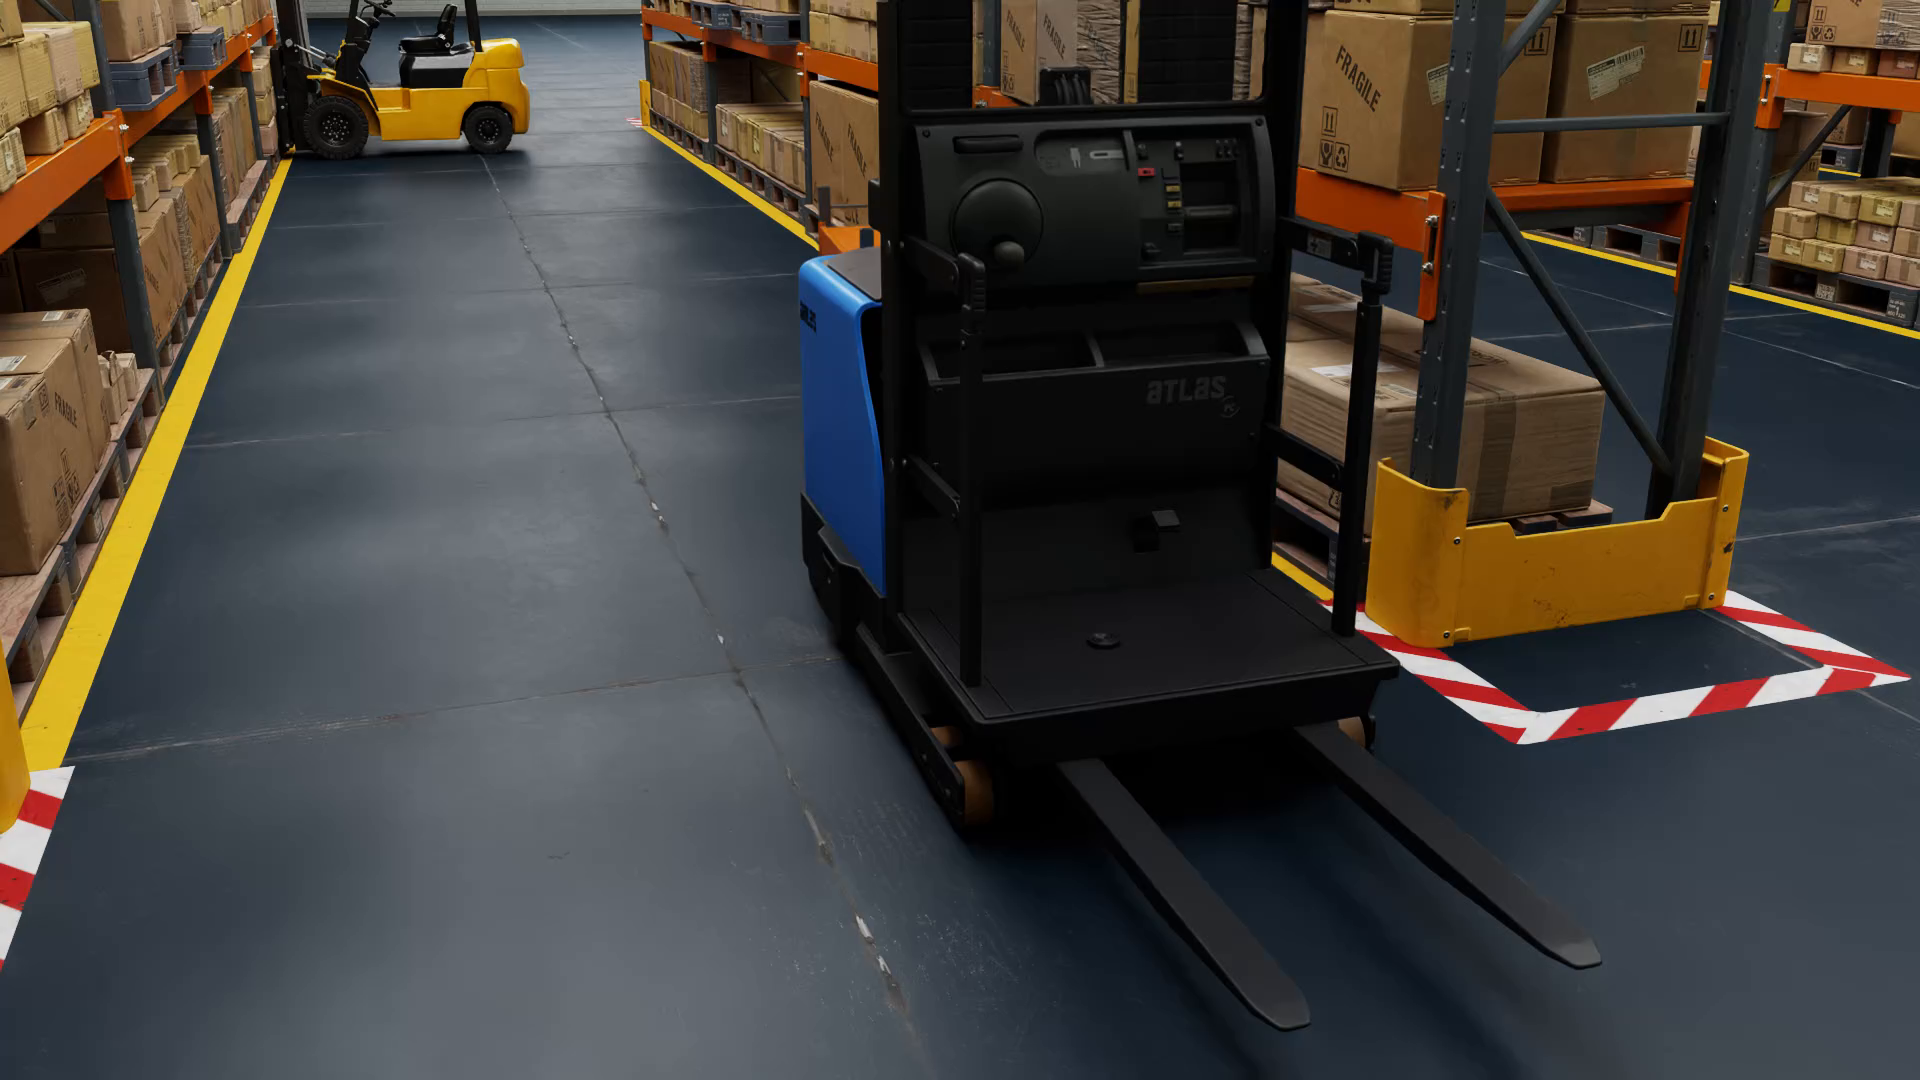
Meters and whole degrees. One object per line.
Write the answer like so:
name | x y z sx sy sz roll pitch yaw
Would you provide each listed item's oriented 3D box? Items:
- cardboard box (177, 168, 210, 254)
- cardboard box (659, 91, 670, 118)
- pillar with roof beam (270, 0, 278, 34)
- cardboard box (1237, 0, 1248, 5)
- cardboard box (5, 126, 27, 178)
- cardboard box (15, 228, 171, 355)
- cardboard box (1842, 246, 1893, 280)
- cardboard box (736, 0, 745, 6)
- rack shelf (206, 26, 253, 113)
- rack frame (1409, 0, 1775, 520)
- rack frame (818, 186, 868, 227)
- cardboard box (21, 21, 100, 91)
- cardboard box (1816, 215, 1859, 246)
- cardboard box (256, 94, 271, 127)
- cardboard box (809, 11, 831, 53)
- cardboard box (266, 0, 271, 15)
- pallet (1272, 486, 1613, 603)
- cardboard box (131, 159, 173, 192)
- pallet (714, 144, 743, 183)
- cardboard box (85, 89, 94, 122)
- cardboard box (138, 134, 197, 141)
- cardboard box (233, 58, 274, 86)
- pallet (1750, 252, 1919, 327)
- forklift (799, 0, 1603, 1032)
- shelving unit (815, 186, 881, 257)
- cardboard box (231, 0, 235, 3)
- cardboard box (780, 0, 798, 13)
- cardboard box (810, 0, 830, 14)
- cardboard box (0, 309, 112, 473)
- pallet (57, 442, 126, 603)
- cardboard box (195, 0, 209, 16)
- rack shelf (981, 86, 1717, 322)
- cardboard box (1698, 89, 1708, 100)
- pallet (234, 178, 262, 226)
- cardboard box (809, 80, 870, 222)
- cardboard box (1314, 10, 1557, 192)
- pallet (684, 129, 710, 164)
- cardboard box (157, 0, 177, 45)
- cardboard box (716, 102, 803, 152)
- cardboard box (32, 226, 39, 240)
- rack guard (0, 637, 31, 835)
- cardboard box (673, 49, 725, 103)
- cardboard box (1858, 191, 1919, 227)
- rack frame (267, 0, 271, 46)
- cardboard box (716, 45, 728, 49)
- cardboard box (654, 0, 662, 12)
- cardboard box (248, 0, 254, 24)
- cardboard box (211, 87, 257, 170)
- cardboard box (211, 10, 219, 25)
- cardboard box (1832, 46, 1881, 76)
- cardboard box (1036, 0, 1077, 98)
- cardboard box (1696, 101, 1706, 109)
cardboard box | -4.876 -1.989 10.093 0.500 0.500 0.500 -7 21 -18
cardboard box | -3.020 -4.789 18.258 0.500 0.250 0.500 -6 21 -15
pillar with roof beam | -11.968 -16.473 38.466 9.100 9.000 0.400 -6 21 -17
cardboard box | 1.143 -2.174 5.905 0.500 0.500 0.500 -6 21 -17
cardboard box | -3.149 -1.192 5.171 0.380 0.149 0.250 -6 21 -16
cardboard box | -4.042 -1.159 7.782 0.500 0.500 0.500 -5 20 -15
cardboard box | 5.296 -1.591 9.504 0.380 0.149 0.250 -6 21 -17
cardboard box | -1.650 -4.502 13.763 0.380 0.149 0.250 -6 20 -15
rack shelf | -5.989 -3.545 12.414 1.077 0.370 4.000 -6 21 -17
rack frame | 1.865 -1.204 4.830 1.000 3.000 0.127 -6 21 -17
rack frame | -0.295 -0.835 6.578 0.500 1.125 0.032 -4 20 -11
cardboard box | -3.712 -1.891 6.524 0.500 0.250 0.500 -6 21 -16
cardboard box | 5.250 -1.819 9.701 0.380 0.149 0.250 -6 21 -17
cardboard box | -6.477 -3.853 14.912 0.500 0.250 0.500 -6 21 -17
cardboard box | -0.735 -3.516 11.491 0.500 0.250 0.500 -7 21 -18
cardboard box | -7.471 -5.727 17.274 0.500 0.500 0.500 -7 21 -18
pallet | 1.539 -0.139 5.993 1.003 0.211 1.213 -6 21 -17
cardboard box | -4.575 -2.009 9.188 0.380 0.149 0.250 -7 21 -20
pallet | -1.661 -3.492 15.327 1.003 0.211 1.213 -6 21 -17
cardboard box | -3.763 -1.765 6.764 0.380 0.149 0.250 -6 21 -16
cardboard box | -4.965 -2.437 10.381 0.380 0.149 0.250 -7 21 -20
cardboard box | -6.790 -4.412 15.730 0.500 0.250 0.500 -6 21 -15
pallet | 5.520 -1.521 9.840 1.003 0.211 1.213 -6 21 -17
forklift | 0.413 -0.840 3.920 1.130 2.935 3.031 -6 21 -17
shelving unit | -0.188 -0.667 6.110 0.538 1.125 1.048 -4 20 -11
cardboard box | -6.052 -4.396 13.200 0.500 0.250 0.500 -7 21 -19
cardboard box | -1.129 -4.009 12.390 0.380 0.149 0.250 -6 21 -16
cardboard box | -0.725 -3.747 11.392 0.500 0.250 0.500 -7 21 -18
cardboard box | -3.506 -0.514 5.987 0.700 0.500 0.500 -7 21 -19
pallet | -3.501 -0.033 5.698 1.003 0.211 1.213 -6 21 -17
cardboard box | -5.244 -3.578 10.923 0.500 0.250 0.500 -6 21 -17
rack shelf | 1.236 -1.507 6.738 1.077 0.370 4.000 -6 21 -17
cardboard box | 7.982 -4.604 17.344 0.700 0.500 0.500 -8 21 -22
pallet | -5.962 -2.589 12.812 1.003 0.211 1.213 -6 21 -17
cardboard box | -0.511 -2.738 11.624 0.875 0.875 0.875 -7 21 -18
cardboard box | 1.462 -1.377 5.166 0.500 0.500 0.500 -6 21 -17
pallet | -2.152 -3.954 16.612 1.003 0.211 1.213 -6 21 -17
cardboard box | -4.452 -2.800 8.506 0.700 0.500 0.500 -6 21 -17
cardboard box | -1.740 -3.847 15.457 0.950 0.372 0.625 -6 21 -17
cardboard box | -4.124 -1.509 7.798 0.380 0.149 0.250 -7 21 -19
rack guard | -2.870 0.477 3.849 1.175 0.500 0.348 -6 21 -17
cardboard box | -2.671 -4.799 17.177 0.500 0.500 0.500 -5 20 -14
cardboard box | 5.343 -1.878 9.424 0.380 0.149 0.250 -7 21 -18
rack frame | -7.875 -5.809 17.653 1.000 3.000 0.127 -6 21 -17
cardboard box | -2.346 -5.035 17.835 0.500 0.500 0.500 -7 21 -18
cardboard box | -3.118 -5.829 18.080 0.380 0.149 0.250 -6 21 -16
cardboard box | -6.689 -4.908 14.997 0.500 0.500 0.500 -6 21 -16
cardboard box | -6.443 -3.440 13.947 0.875 0.625 0.625 -5 20 -15
cardboard box | -5.590 -3.666 11.909 0.500 0.250 0.500 -7 21 -19
cardboard box | 5.205 -2.727 9.442 0.380 0.149 0.250 -6 21 -16
cardboard box | 0.661 -2.194 7.439 0.500 0.500 0.500 -6 21 -17
cardboard box | 5.124 -2.856 11.396 0.500 0.250 0.500 -6 21 -16
